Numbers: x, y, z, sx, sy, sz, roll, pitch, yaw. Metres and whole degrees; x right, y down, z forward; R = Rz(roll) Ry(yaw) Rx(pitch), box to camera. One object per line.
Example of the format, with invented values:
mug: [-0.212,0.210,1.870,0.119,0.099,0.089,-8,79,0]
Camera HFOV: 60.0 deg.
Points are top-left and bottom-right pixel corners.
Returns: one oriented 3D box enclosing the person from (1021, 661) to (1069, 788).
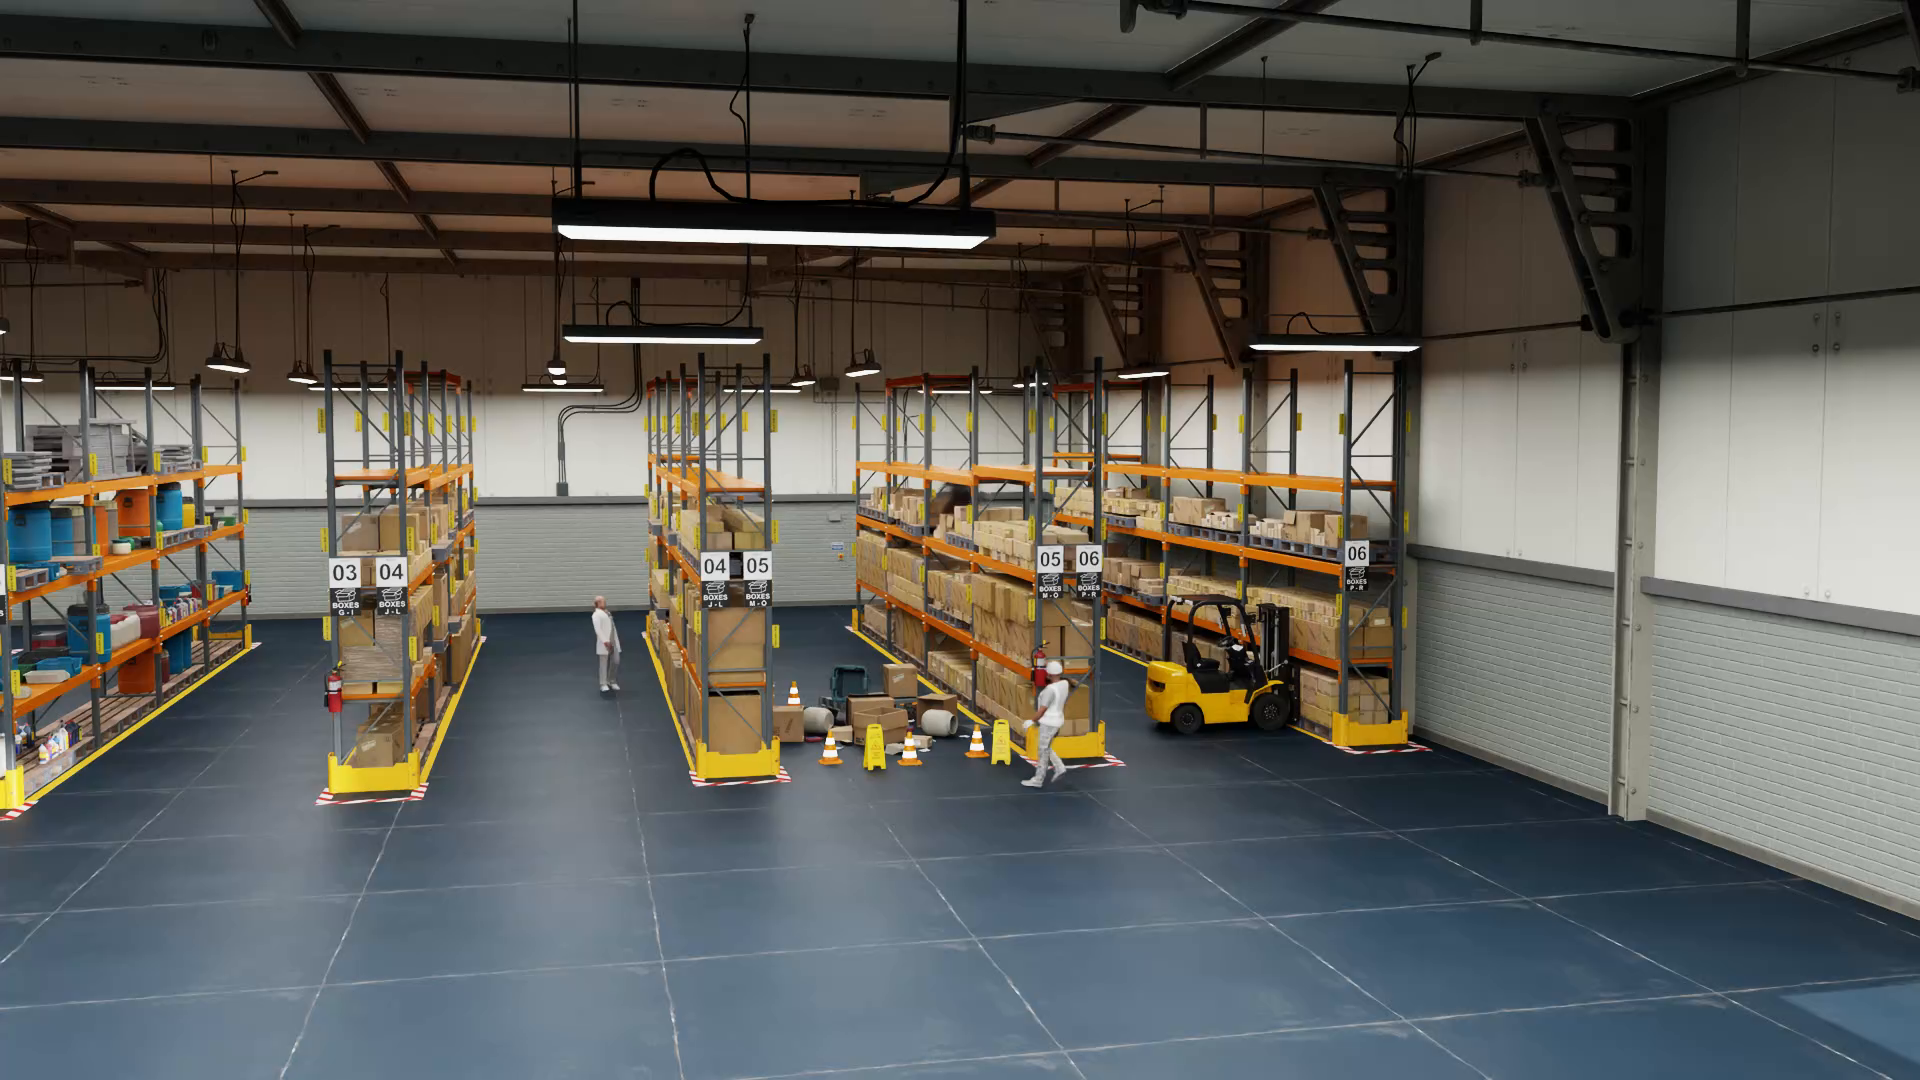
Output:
person: [1.156,2.525,22.892,0.640,1.768,0.628,1,4,16]

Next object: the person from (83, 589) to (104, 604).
person: [-18.812,1.645,36.080,0.932,1.692,0.508,-3,5,-34]

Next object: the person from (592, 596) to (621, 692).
person: [-6.628,2.010,31.275,0.622,1.712,0.636,4,5,41]
